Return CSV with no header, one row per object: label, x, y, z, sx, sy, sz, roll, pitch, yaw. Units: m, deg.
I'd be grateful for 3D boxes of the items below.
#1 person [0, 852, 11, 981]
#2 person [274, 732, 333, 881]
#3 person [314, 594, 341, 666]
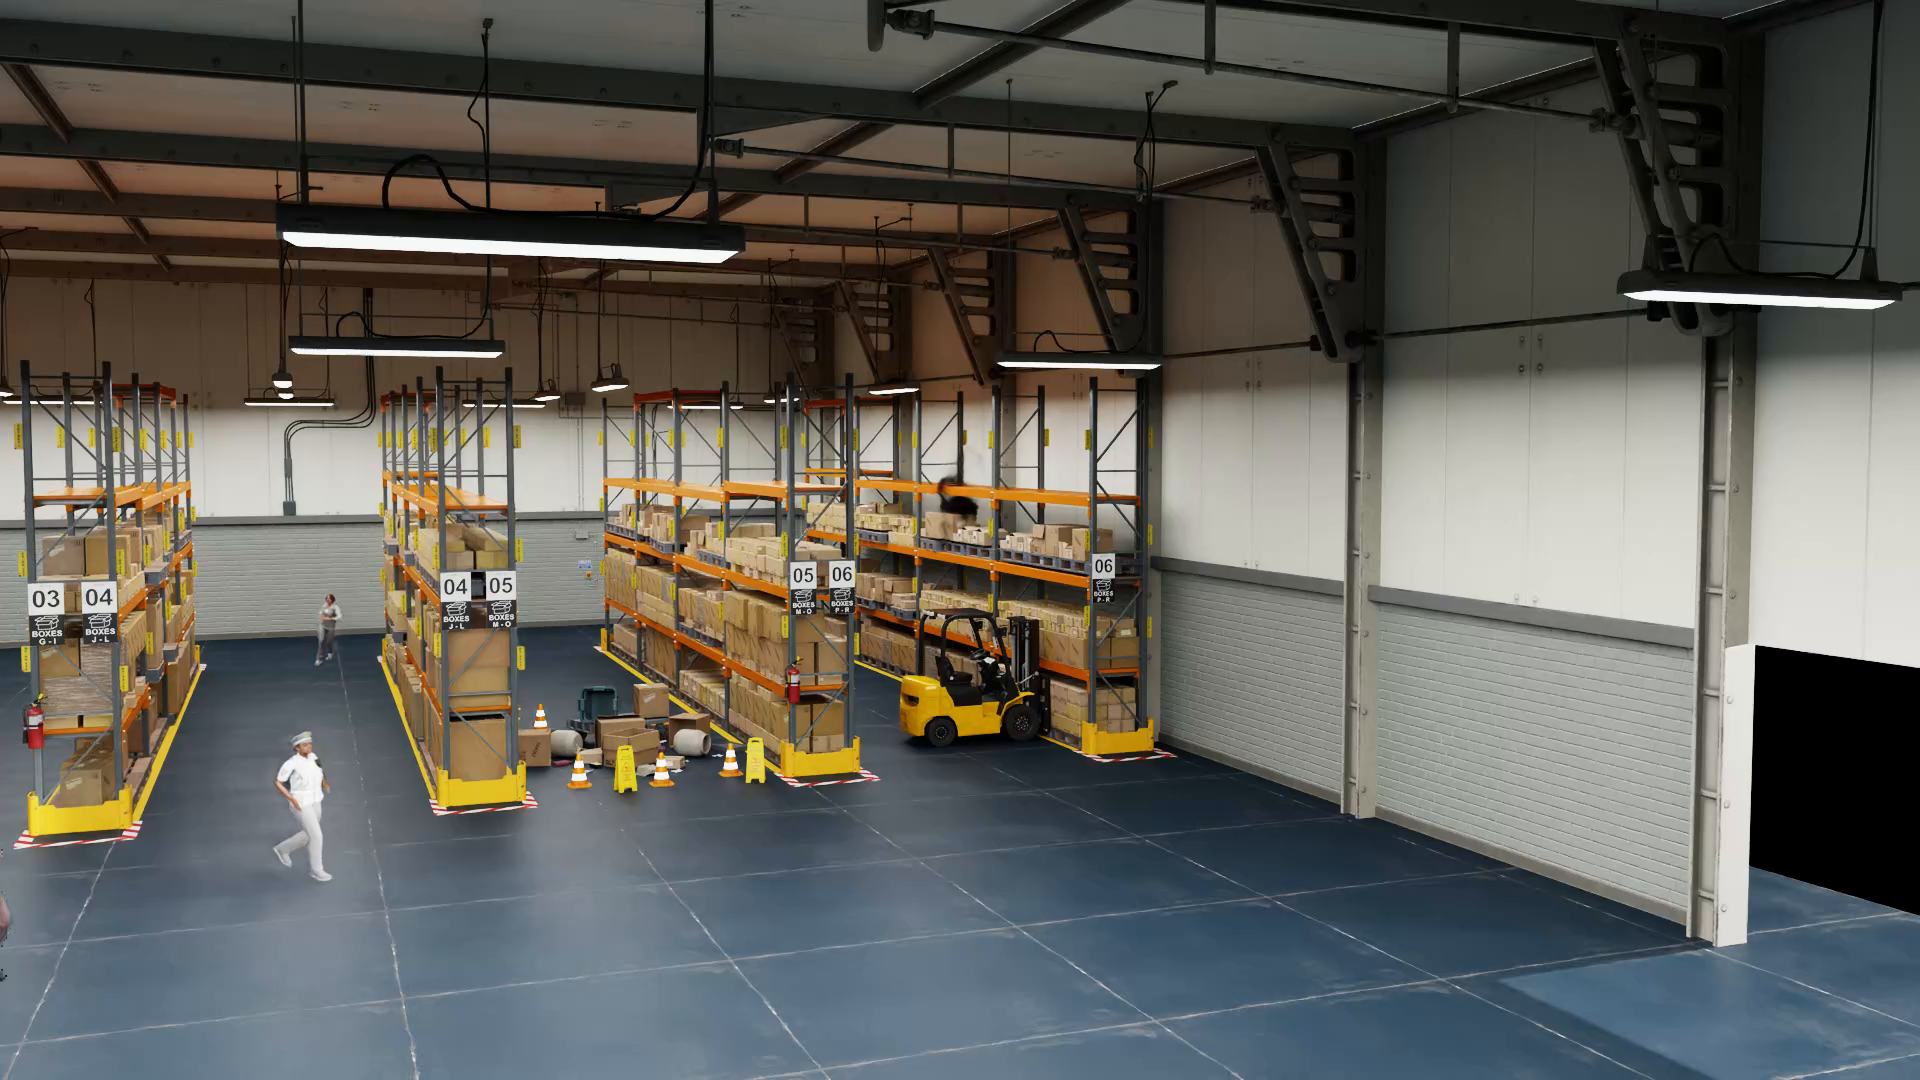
person,-9.078,3.227,15.286,0.711,1.763,0.637,0,3,6
person,-7.524,3.024,19.033,0.792,1.703,0.574,1,4,19
person,-14.083,1.985,37.190,0.558,1.589,0.845,0,3,2
